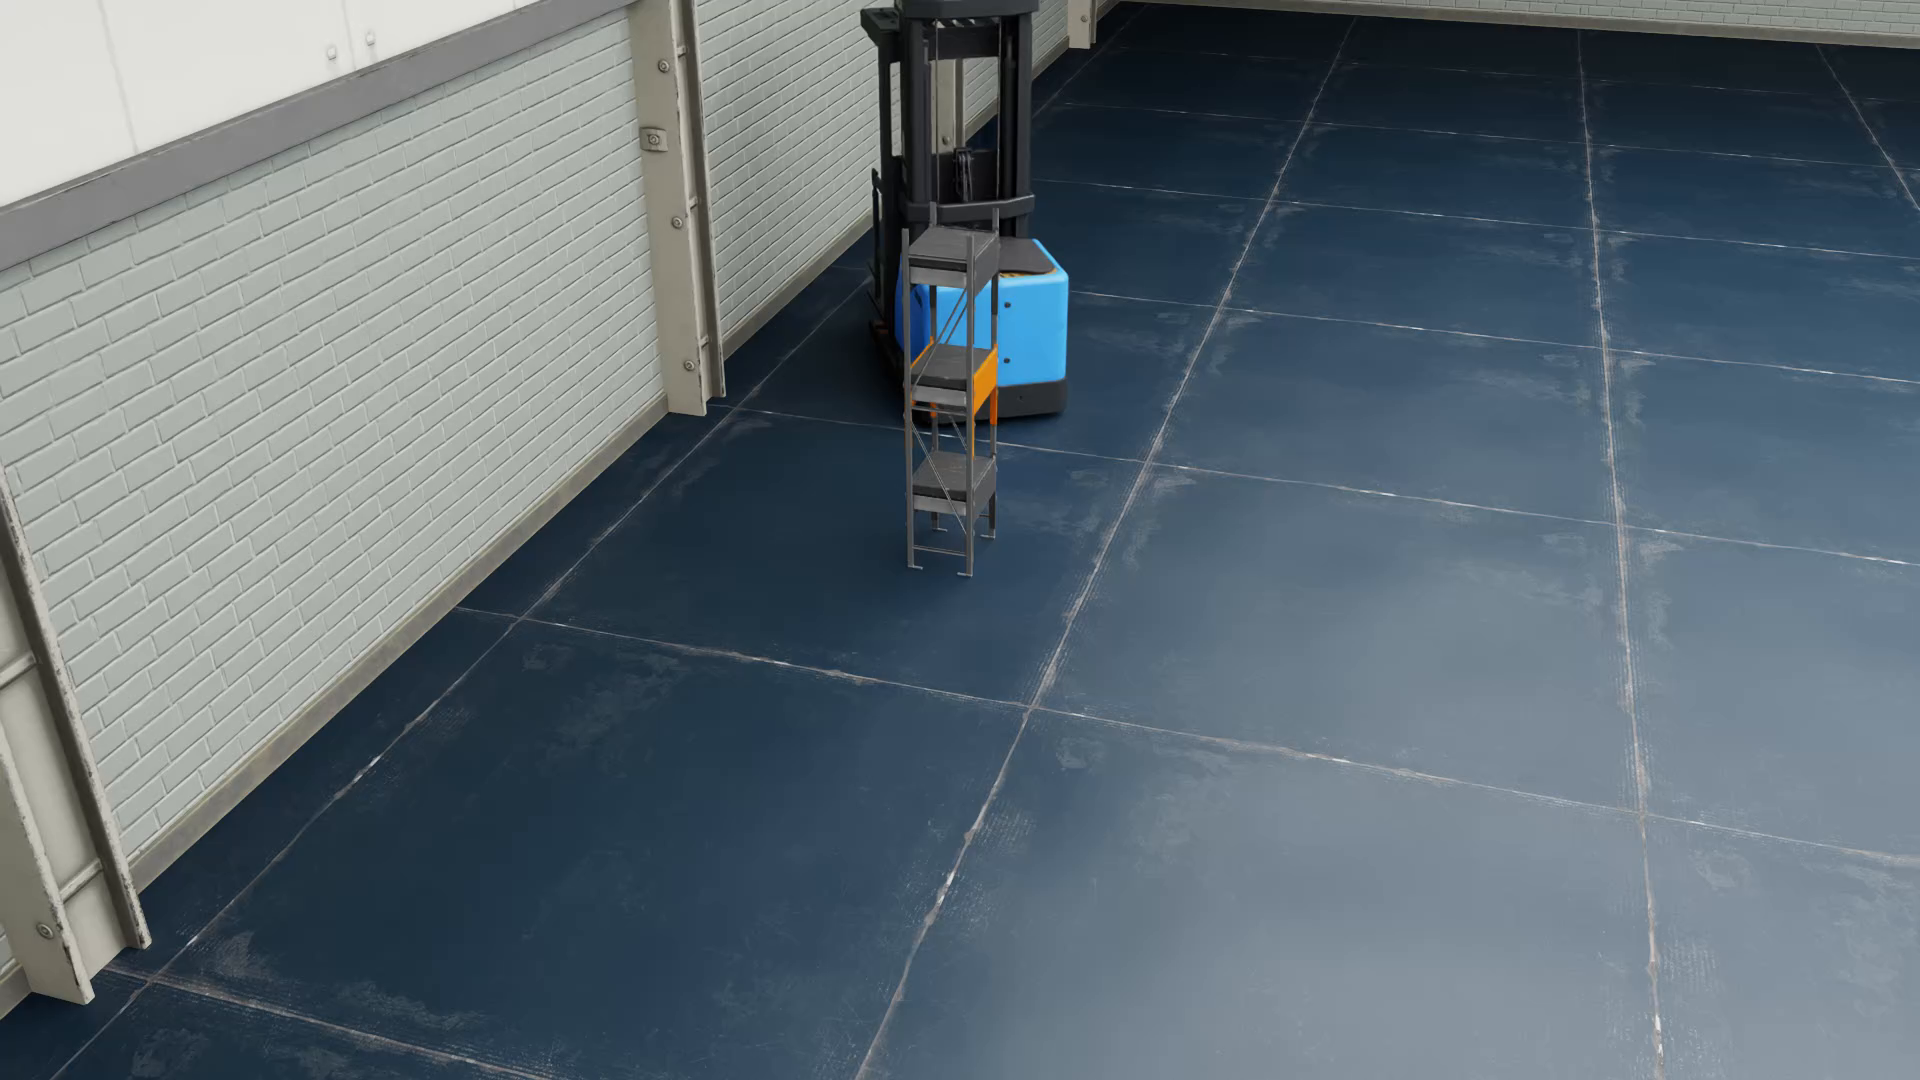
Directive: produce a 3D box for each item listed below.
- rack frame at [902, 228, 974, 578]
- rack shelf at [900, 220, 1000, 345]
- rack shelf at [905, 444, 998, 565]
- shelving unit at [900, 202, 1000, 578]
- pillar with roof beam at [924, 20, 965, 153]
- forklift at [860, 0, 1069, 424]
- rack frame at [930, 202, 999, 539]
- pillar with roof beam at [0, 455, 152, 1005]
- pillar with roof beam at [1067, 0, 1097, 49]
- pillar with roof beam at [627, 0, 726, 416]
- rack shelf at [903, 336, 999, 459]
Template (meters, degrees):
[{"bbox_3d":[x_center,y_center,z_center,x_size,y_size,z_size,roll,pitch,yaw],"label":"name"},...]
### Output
[{"bbox_3d":[-0.120,-0.727,9.397,0.400,2.100,0.015,8,30,15],"label":"rack frame"},{"bbox_3d":[-0.049,-1.440,9.268,0.431,0.518,0.480,8,30,15],"label":"rack shelf"},{"bbox_3d":[-0.049,-0.217,9.948,0.431,0.518,0.480,8,30,15],"label":"rack shelf"},{"bbox_3d":[-0.049,-0.841,9.601,0.431,2.100,0.503,8,30,15],"label":"shelving unit"},{"bbox_3d":[3.963,-7.101,13.758,9.100,9.000,0.400,8,30,15],"label":"pillar with roof beam"},{"bbox_3d":[-0.091,-2.785,12.241,1.130,2.935,3.031,-7,30,-12],"label":"forklift"},{"bbox_3d":[0.023,-0.954,9.805,0.400,2.100,0.015,8,30,15],"label":"rack frame"},{"bbox_3d":[0.440,-1.524,3.733,9.100,9.000,0.400,8,30,15],"label":"pillar with roof beam"},{"bbox_3d":[5.724,-9.889,18.770,9.100,9.000,0.400,8,30,15],"label":"pillar with roof beam"},{"bbox_3d":[2.201,-4.313,8.746,9.100,9.000,0.400,8,30,15],"label":"pillar with roof beam"},{"bbox_3d":[-0.049,-0.829,9.608,0.431,0.518,0.480,8,30,15],"label":"rack shelf"}]
